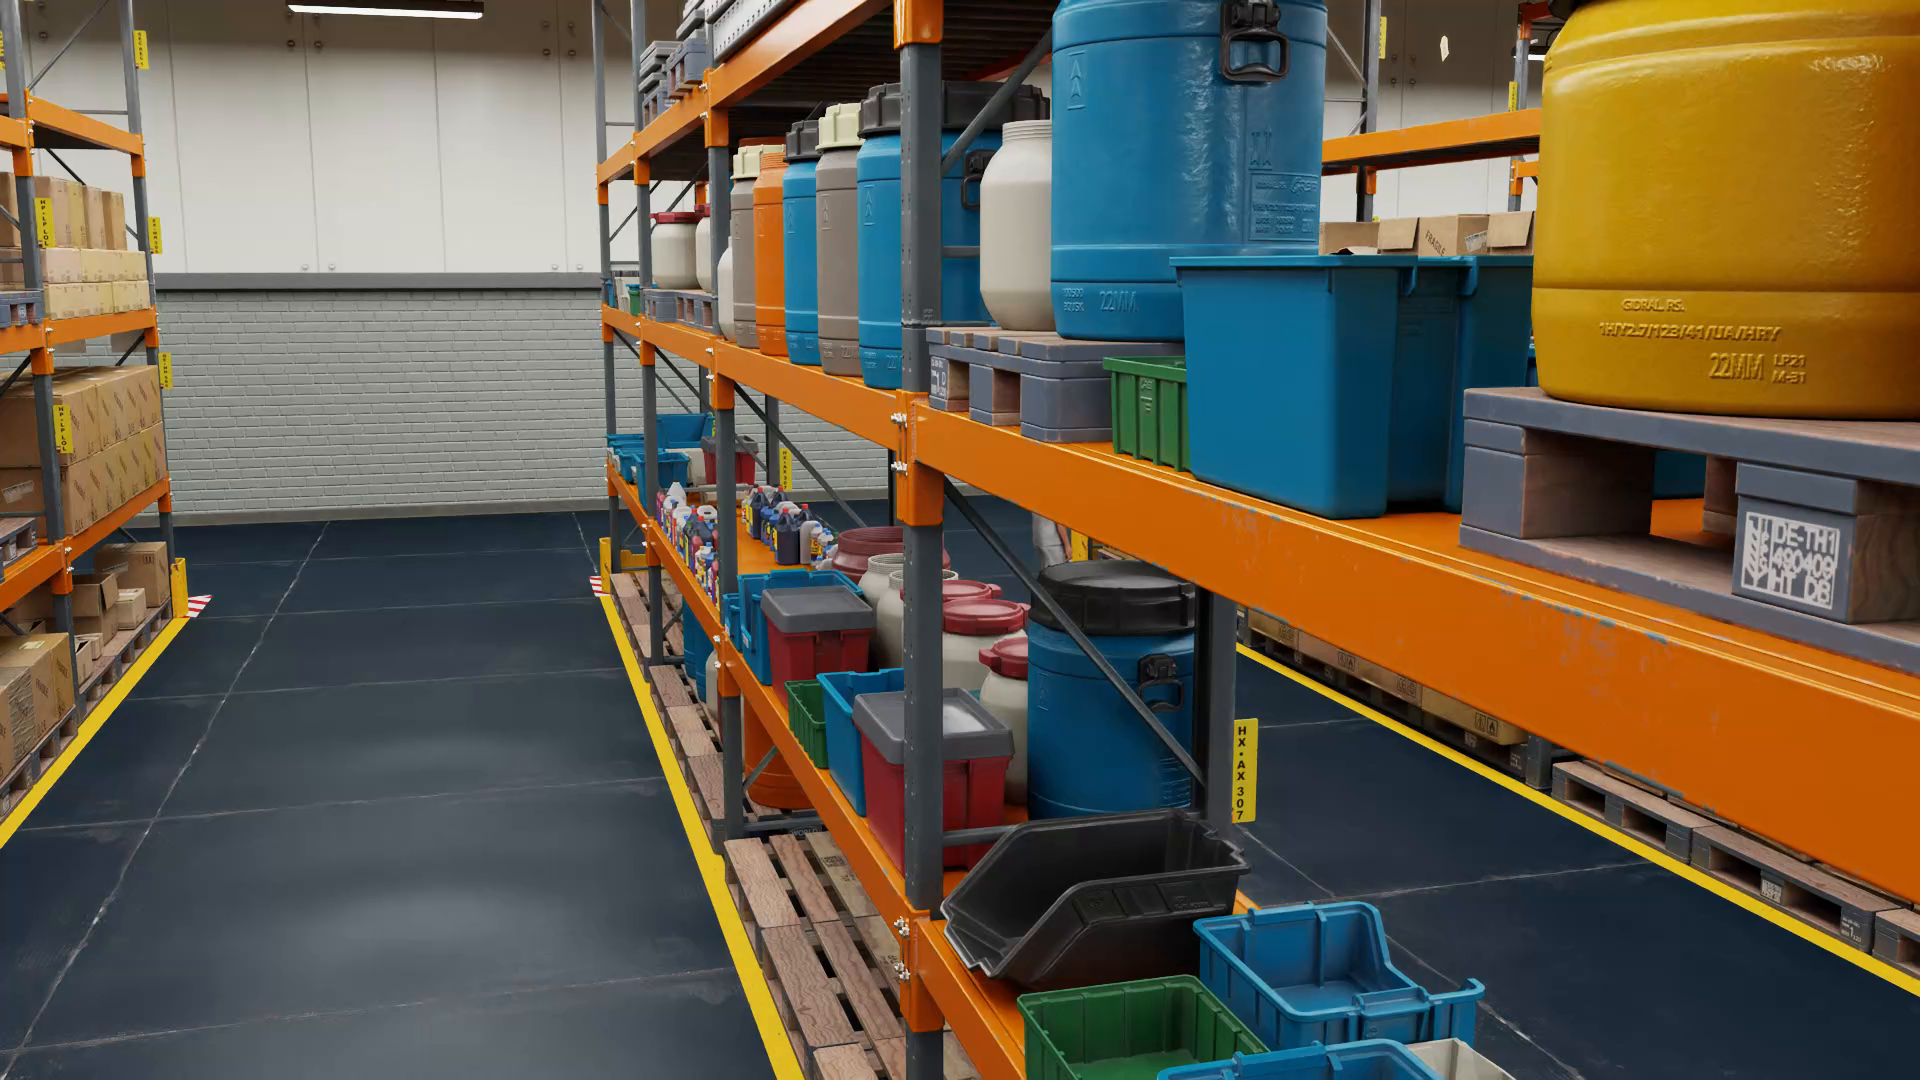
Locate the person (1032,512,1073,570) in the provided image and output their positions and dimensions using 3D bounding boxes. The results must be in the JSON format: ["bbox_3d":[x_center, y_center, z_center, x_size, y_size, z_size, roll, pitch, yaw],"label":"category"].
[{"bbox_3d":[0.828,0.044,14.113,0.407,1.673,0.509,-3,10,-18],"label":"person"}]
